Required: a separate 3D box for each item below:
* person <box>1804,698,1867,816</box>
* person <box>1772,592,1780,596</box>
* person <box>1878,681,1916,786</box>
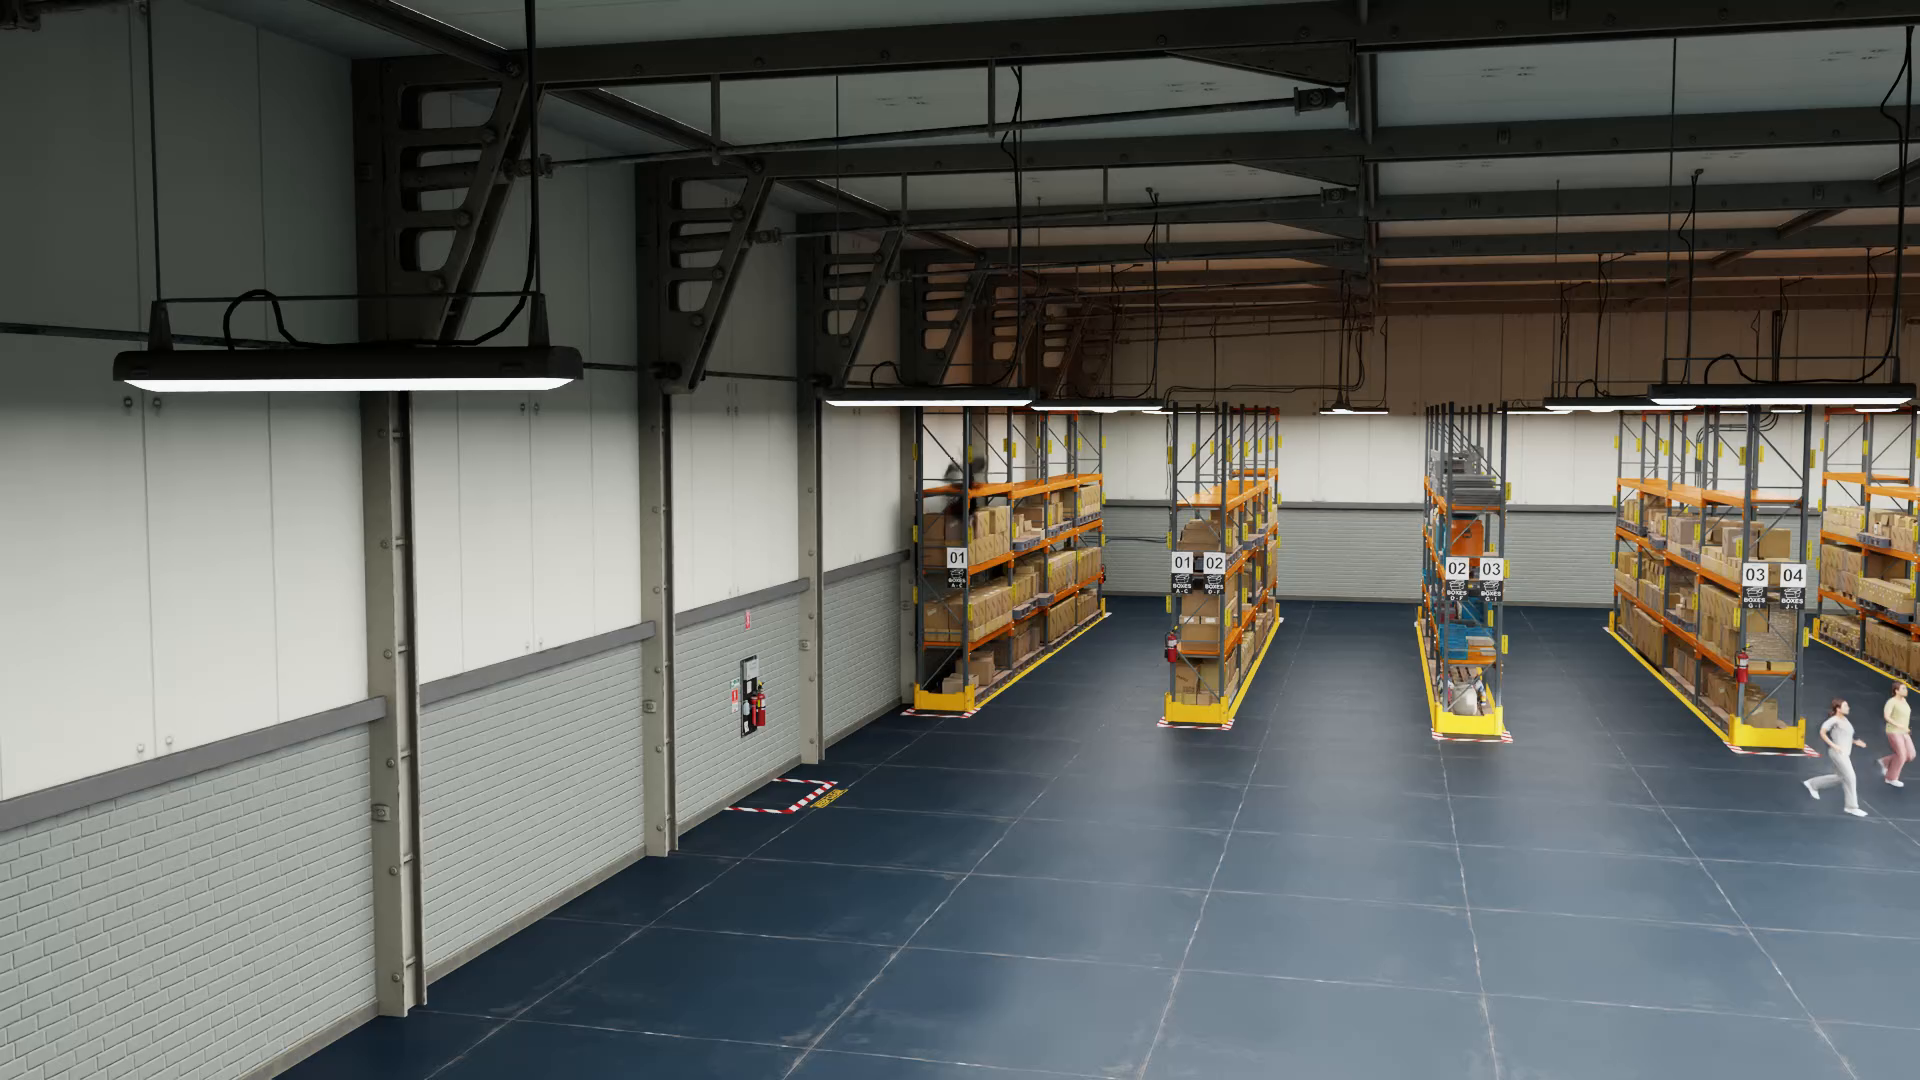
[{"bbox_3d":[12.721,3.121,24.136,0.567,1.669,0.879,-4,6,-44],"label":"person"},{"bbox_3d":[20.547,1.784,41.607,0.729,1.760,0.726,2,5,27],"label":"person"},{"bbox_3d":[14.578,3.001,25.897,0.610,1.630,0.569,-3,5,-33],"label":"person"}]
